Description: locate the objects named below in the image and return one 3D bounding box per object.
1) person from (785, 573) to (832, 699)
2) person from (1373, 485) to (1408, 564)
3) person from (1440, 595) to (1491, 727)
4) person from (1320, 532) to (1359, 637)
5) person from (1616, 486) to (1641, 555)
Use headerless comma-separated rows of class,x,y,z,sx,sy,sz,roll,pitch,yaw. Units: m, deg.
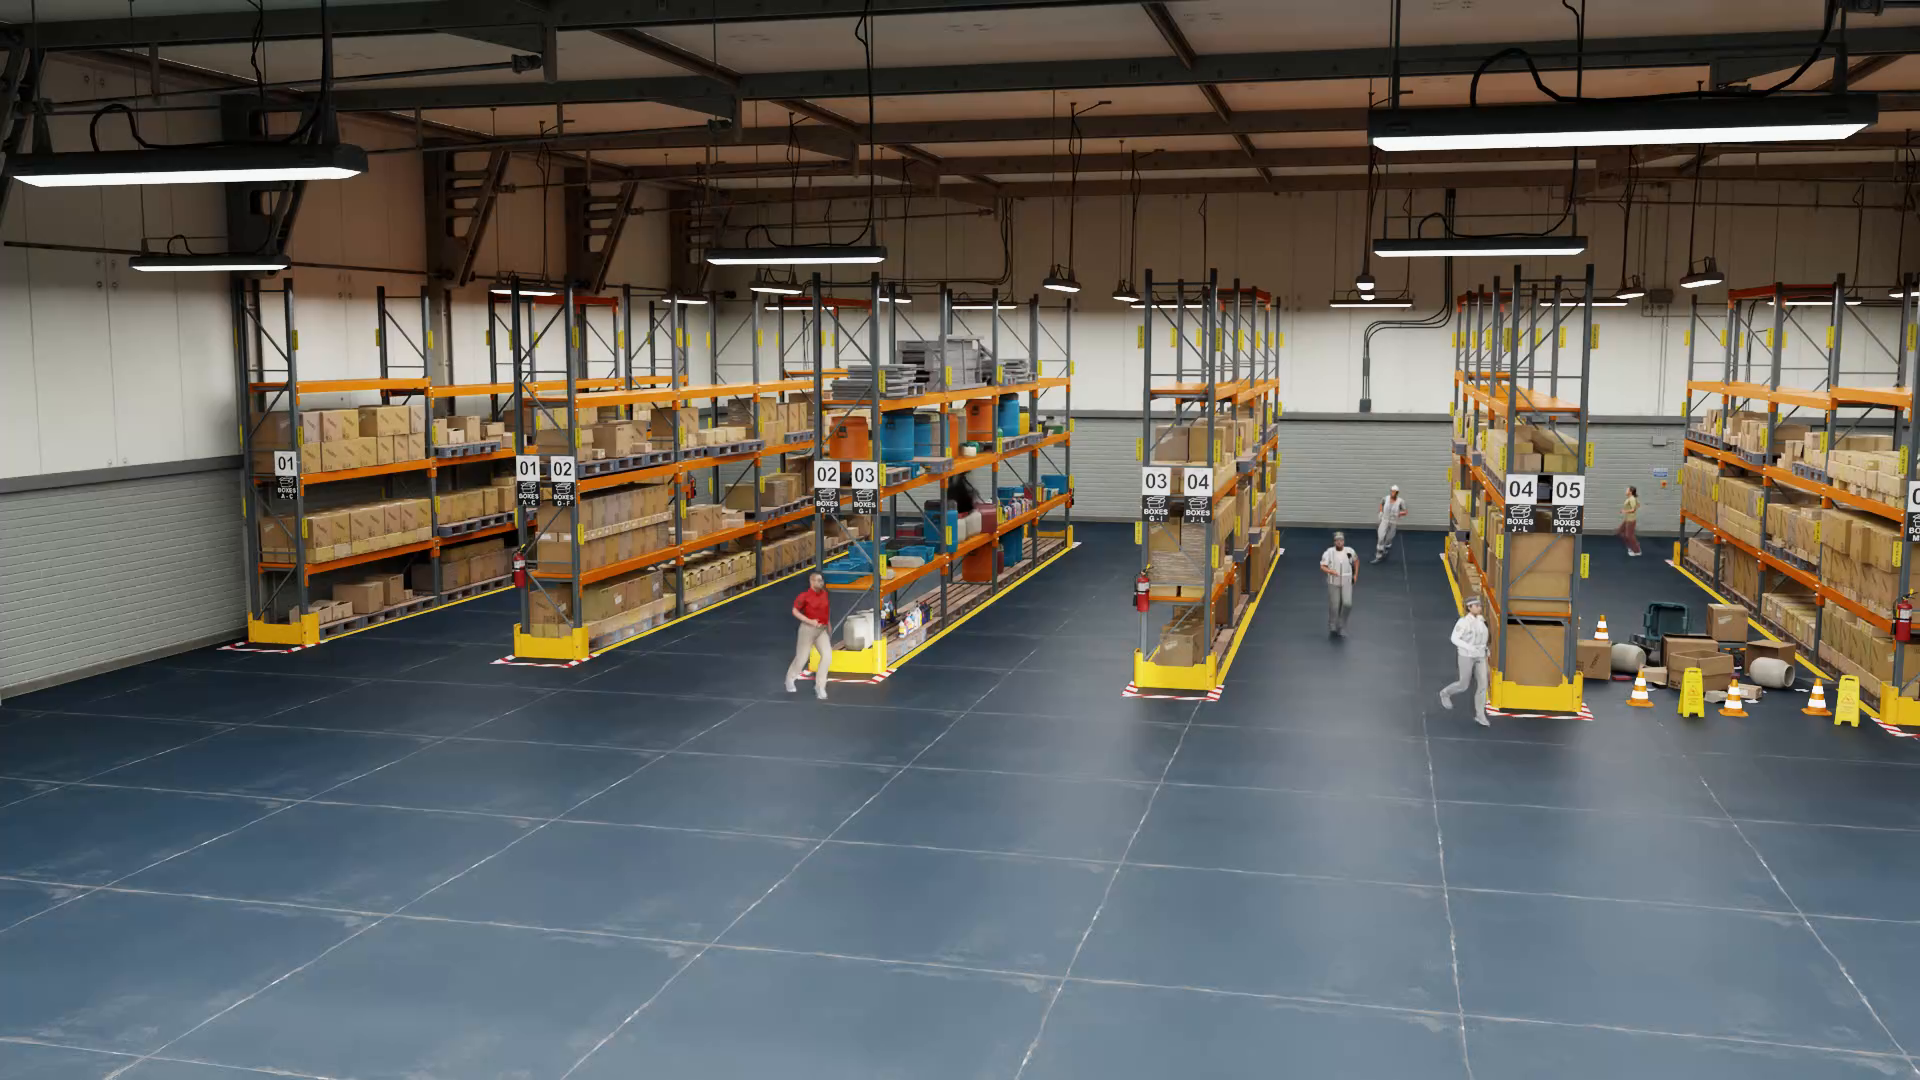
person,-2.076,1.346,23.588,0.711,1.765,0.801,-6,9,-40
person,9.774,-0.373,37.656,0.708,1.770,0.913,2,7,20
person,6.736,1.554,21.919,0.644,1.687,0.908,-3,8,-24
person,6.446,0.757,28.310,0.637,1.820,0.723,1,7,10
person,15.566,-0.451,38.625,0.575,1.633,0.603,2,7,18
